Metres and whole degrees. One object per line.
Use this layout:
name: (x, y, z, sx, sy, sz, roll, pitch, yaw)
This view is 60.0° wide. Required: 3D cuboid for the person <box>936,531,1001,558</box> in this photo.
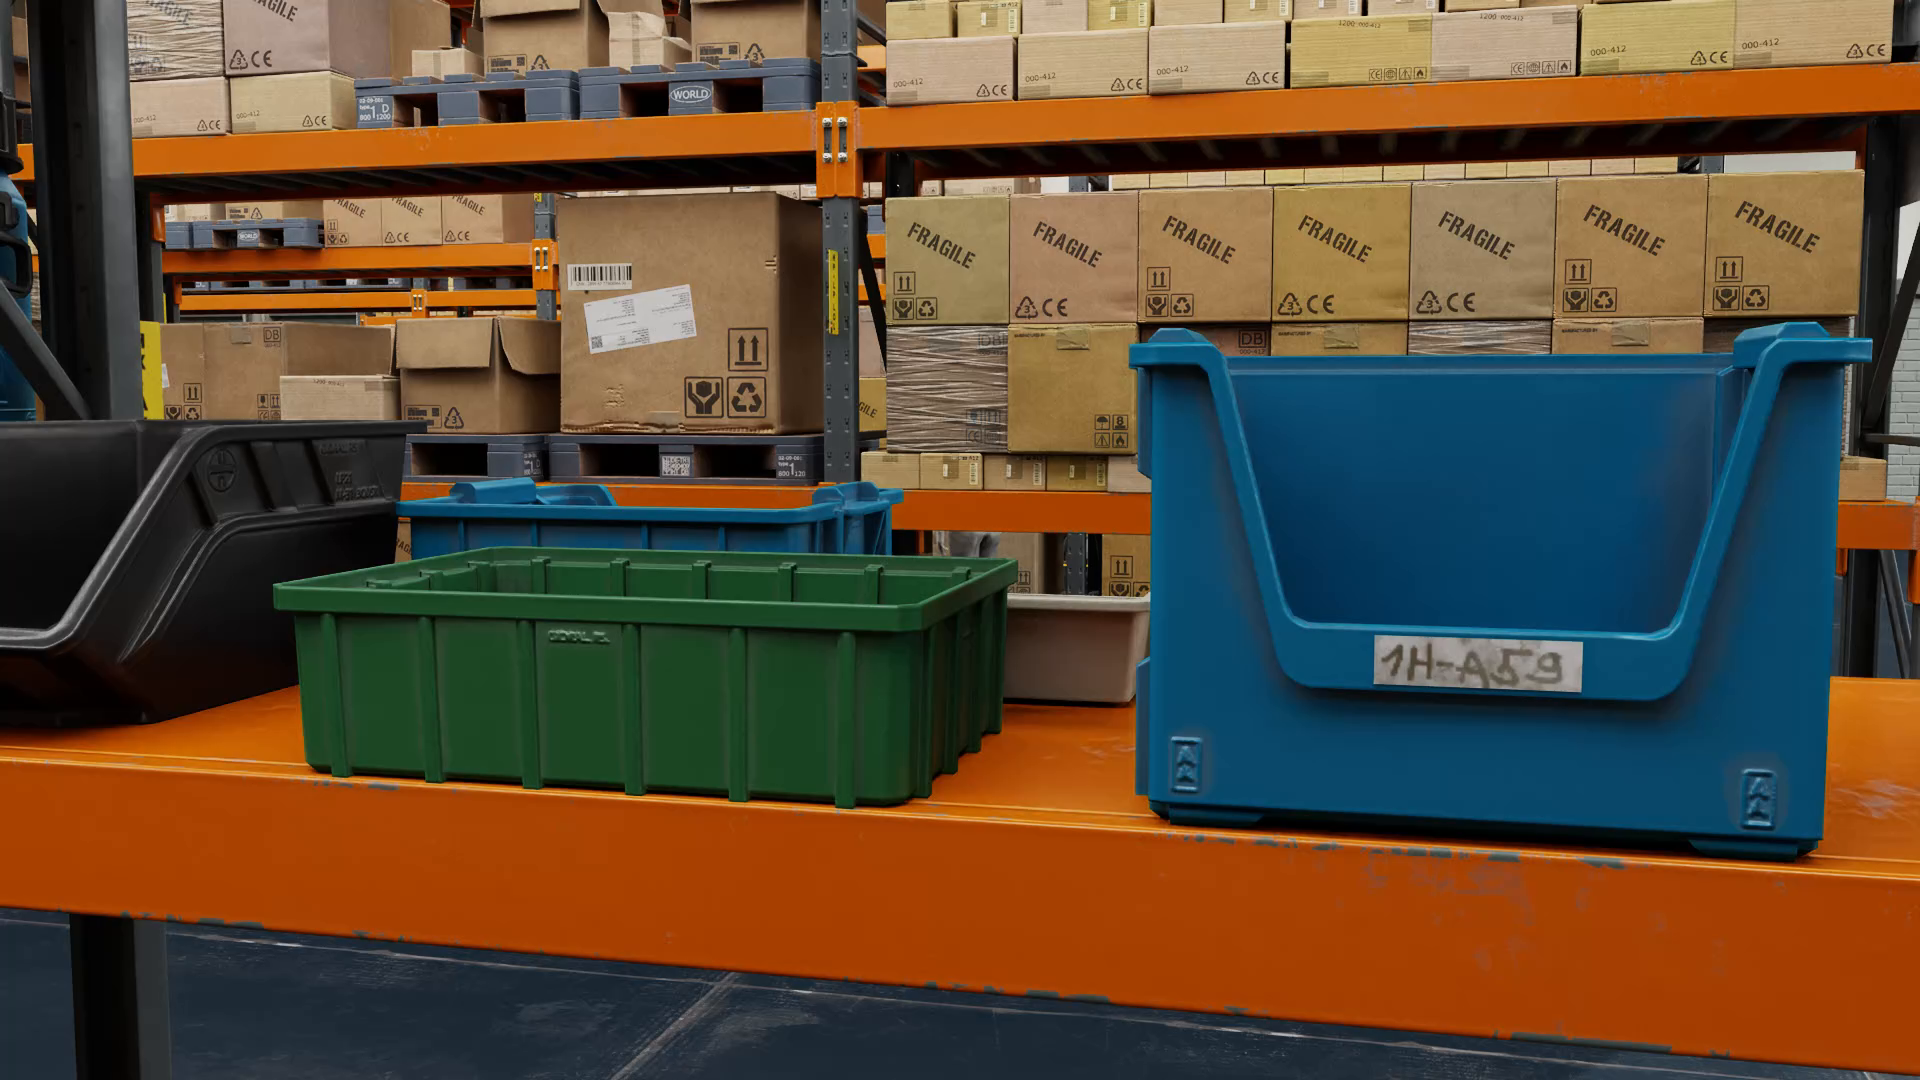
person: (0.045, -0.079, 10.398, 0.586, 1.694, 0.531, -5, 7, -43)
